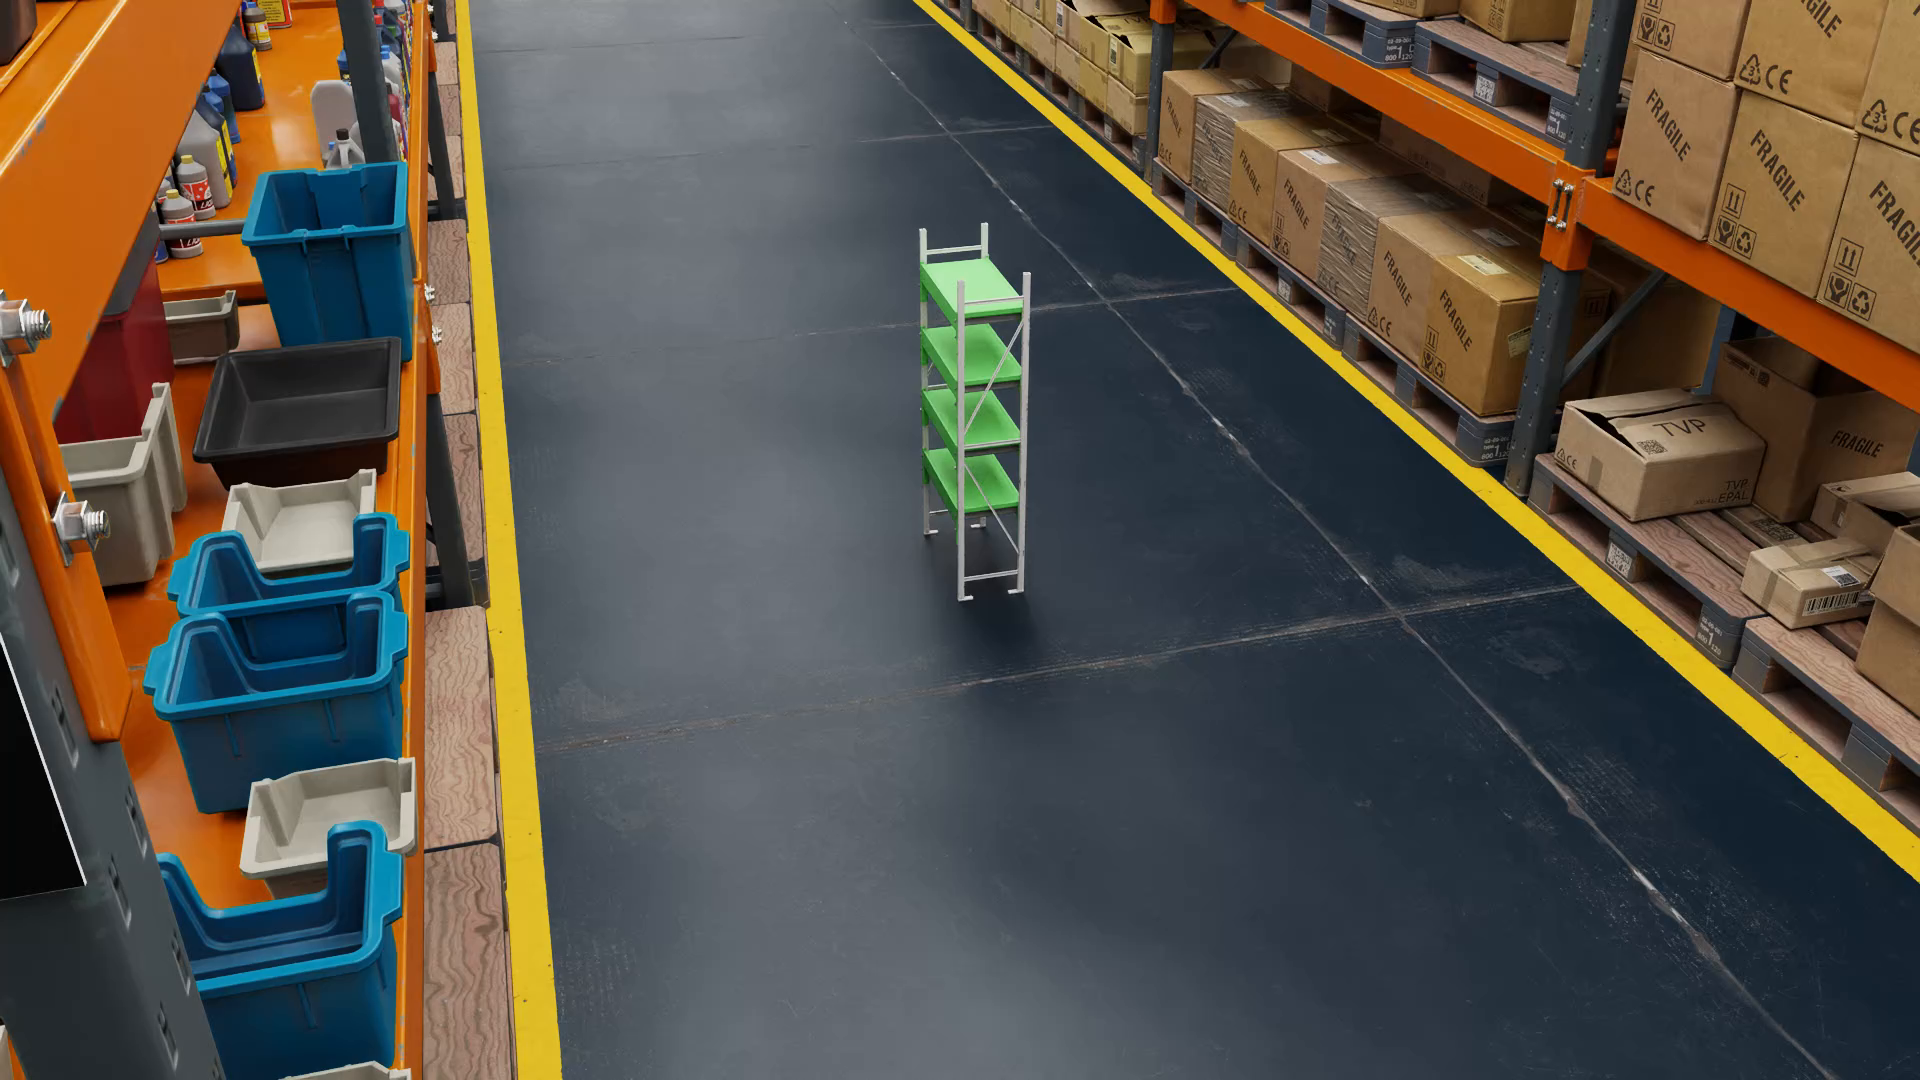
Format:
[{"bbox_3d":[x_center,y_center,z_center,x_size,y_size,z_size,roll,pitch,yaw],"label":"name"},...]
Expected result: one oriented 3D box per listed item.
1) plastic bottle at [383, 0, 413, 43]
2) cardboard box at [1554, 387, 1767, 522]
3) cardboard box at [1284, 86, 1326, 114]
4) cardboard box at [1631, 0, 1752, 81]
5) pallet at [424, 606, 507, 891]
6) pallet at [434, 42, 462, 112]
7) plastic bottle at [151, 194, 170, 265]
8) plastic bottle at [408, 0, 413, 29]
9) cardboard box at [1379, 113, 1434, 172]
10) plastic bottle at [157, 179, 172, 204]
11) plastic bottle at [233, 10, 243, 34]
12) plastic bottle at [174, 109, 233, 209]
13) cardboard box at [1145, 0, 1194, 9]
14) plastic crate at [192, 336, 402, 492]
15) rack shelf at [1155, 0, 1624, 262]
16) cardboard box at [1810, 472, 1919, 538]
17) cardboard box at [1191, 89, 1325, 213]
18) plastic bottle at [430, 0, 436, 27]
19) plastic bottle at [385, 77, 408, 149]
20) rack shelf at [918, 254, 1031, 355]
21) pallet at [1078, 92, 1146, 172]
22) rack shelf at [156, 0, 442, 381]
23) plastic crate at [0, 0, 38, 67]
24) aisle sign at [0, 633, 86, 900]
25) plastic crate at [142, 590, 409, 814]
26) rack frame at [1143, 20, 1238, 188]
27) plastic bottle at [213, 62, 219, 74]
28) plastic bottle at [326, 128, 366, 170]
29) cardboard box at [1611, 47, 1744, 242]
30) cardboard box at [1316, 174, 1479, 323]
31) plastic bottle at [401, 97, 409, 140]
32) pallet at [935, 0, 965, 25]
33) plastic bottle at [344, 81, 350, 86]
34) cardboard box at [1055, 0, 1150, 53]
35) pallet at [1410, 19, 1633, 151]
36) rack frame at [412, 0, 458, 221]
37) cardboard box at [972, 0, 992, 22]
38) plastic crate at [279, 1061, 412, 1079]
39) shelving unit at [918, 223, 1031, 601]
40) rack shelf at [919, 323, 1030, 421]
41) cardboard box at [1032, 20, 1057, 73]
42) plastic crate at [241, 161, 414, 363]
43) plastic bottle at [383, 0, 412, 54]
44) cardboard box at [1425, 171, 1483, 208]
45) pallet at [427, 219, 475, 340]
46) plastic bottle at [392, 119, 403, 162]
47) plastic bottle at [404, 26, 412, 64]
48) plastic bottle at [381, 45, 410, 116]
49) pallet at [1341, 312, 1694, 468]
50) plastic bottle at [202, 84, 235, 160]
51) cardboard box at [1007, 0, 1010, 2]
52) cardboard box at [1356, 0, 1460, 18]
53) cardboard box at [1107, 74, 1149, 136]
[{"bbox_3d":[-2.534,-2.370,7.479,0.097,0.271,0.097,0,30,0],"label":"plastic bottle"},{"bbox_3d":[2.562,-0.348,6.102,0.500,0.311,0.500,-8,31,-13],"label":"cardboard box"},{"bbox_3d":[2.073,-2.173,9.066,0.500,0.500,0.500,-7,31,-11],"label":"cardboard box"},{"bbox_3d":[2.513,-1.764,5.205,0.500,0.500,0.500,-7,31,-12],"label":"cardboard box"},{"bbox_3d":[-1.884,0.661,4.898,1.003,0.211,1.213,-8,31,-13],"label":"pallet"},{"bbox_3d":[-3.995,-3.179,11.531,1.003,0.211,1.213,-8,31,-13],"label":"pallet"},{"bbox_3d":[-2.533,-0.990,5.089,0.152,0.276,0.135,-8,31,-13],"label":"plastic bottle"},{"bbox_3d":[-2.599,-2.527,7.739,0.061,0.283,0.133,-8,31,-13],"label":"plastic bottle"},{"bbox_3d":[2.367,-1.977,7.979,0.500,0.250,0.500,-8,31,-14],"label":"cardboard box"},{"bbox_3d":[-2.567,-1.082,5.324,0.097,0.201,0.097,0,30,0],"label":"plastic bottle"},{"bbox_3d":[-3.190,-2.245,7.263,0.097,0.271,0.097,0,30,0],"label":"plastic bottle"},{"bbox_3d":[-2.537,-1.294,5.541,0.144,0.351,0.185,-8,31,-13],"label":"plastic bottle"},{"bbox_3d":[1.461,-3.510,11.086,0.500,0.311,0.500,-9,31,-15],"label":"cardboard box"},{"bbox_3d":[-1.561,-0.298,3.985,0.437,0.125,0.590,-8,31,-13],"label":"plastic crate"},{"bbox_3d":[2.129,-2.207,7.788,1.077,0.370,4.000,-8,31,-13],"label":"rack shelf"},{"bbox_3d":[3.242,-0.099,5.833,0.380,0.149,0.250,-8,31,-13],"label":"cardboard box"},{"bbox_3d":[1.588,-2.083,8.911,0.500,0.500,0.500,-9,31,-15],"label":"cardboard box"},{"bbox_3d":[-3.902,-3.982,12.419,0.097,0.271,0.097,0,30,0],"label":"plastic bottle"},{"bbox_3d":[-2.118,-1.564,6.081,0.152,0.276,0.135,-8,31,-13],"label":"plastic bottle"},{"bbox_3d":[0.044,-0.799,5.603,0.258,0.148,0.480,-8,31,-13],"label":"rack shelf"},{"bbox_3d":[1.417,-2.681,10.671,1.003,0.211,1.213,-8,31,-13],"label":"pallet"},{"bbox_3d":[-2.648,-1.551,6.653,1.077,0.370,4.000,-8,31,-13],"label":"rack shelf"},{"bbox_3d":[-0.889,-0.429,1.133,0.497,0.269,0.590,-8,31,-13],"label":"plastic crate"},{"bbox_3d":[-0.750,-0.094,0.823,0.394,0.787,0.004,-8,31,-13],"label":"aisle sign"},{"bbox_3d":[-1.153,0.283,2.873,0.416,0.233,0.300,-8,31,-13],"label":"plastic crate"},{"bbox_3d":[1.598,-3.485,9.276,1.000,3.000,0.127,-8,31,-13],"label":"rack frame"},{"bbox_3d":[-3.007,-1.852,6.580,0.152,0.276,0.135,-8,31,-13],"label":"plastic bottle"},{"bbox_3d":[-1.909,-1.107,5.218,0.144,0.351,0.185,-8,31,-13],"label":"plastic bottle"},{"bbox_3d":[2.532,-1.314,5.426,0.500,0.500,0.500,-7,31,-12],"label":"cardboard box"},{"bbox_3d":[1.997,-1.344,7.633,0.500,0.500,0.500,-7,31,-13],"label":"cardboard box"},{"bbox_3d":[-2.123,-1.591,6.203,0.097,0.201,0.097,0,30,0],"label":"plastic bottle"},{"bbox_3d":[0.366,-4.600,13.986,1.003,0.211,1.213,-8,31,-13],"label":"pallet"},{"bbox_3d":[-2.295,-1.618,6.249,0.097,0.201,0.097,0,30,0],"label":"plastic bottle"},{"bbox_3d":[0.946,-3.434,10.954,0.500,0.311,0.500,-8,31,-14],"label":"cardboard box"},{"bbox_3d":[2.553,-1.870,6.678,1.003,0.211,1.213,-8,31,-13],"label":"pallet"},{"bbox_3d":[-3.179,-2.828,8.142,1.000,3.000,0.127,-8,31,-13],"label":"rack frame"},{"bbox_3d":[0.404,-4.181,12.804,0.500,0.250,0.500,-9,31,-14],"label":"cardboard box"},{"bbox_3d":[-0.809,0.795,2.085,0.250,0.136,0.298,-8,31,-13],"label":"plastic crate"},{"bbox_3d":[0.044,-0.439,5.811,0.258,1.200,0.503,-8,31,-13],"label":"shelving unit"},{"bbox_3d":[0.044,-0.592,5.723,0.258,0.148,0.480,-8,31,-13],"label":"rack shelf"},{"bbox_3d":[0.813,-3.438,11.521,0.500,0.250,0.500,-7,31,-12],"label":"cardboard box"},{"bbox_3d":[-1.664,-0.735,4.482,0.392,0.384,0.575,-8,31,-13],"label":"plastic crate"},{"bbox_3d":[-2.482,-2.276,7.316,0.097,0.271,0.097,0,30,0],"label":"plastic bottle"},{"bbox_3d":[2.488,-1.426,7.775,0.500,0.500,0.500,-7,31,-13],"label":"cardboard box"},{"bbox_3d":[-2.929,-1.246,8.192,1.003,0.211,1.213,-8,31,-13],"label":"pallet"},{"bbox_3d":[-1.974,-1.351,5.718,0.097,0.271,0.097,0,30,0],"label":"plastic bottle"},{"bbox_3d":[-2.431,-2.152,7.171,0.097,0.201,0.097,0,30,0],"label":"plastic bottle"},{"bbox_3d":[-2.210,-1.780,6.460,0.097,0.271,0.097,0,30,0],"label":"plastic bottle"},{"bbox_3d":[2.407,-0.734,7.307,1.003,0.211,1.213,-8,31,-13],"label":"pallet"},{"bbox_3d":[-2.685,-1.498,5.973,0.097,0.271,0.097,0,30,0],"label":"plastic bottle"},{"bbox_3d":[0.534,-4.176,12.236,0.500,0.311,0.500,-8,31,-14],"label":"cardboard box"},{"bbox_3d":[2.131,-2.623,7.268,0.700,0.500,0.500,-16,34,-26],"label":"cardboard box"},{"bbox_3d":[1.223,-2.698,10.243,0.500,0.250,0.500,-7,31,-12],"label":"cardboard box"}]
